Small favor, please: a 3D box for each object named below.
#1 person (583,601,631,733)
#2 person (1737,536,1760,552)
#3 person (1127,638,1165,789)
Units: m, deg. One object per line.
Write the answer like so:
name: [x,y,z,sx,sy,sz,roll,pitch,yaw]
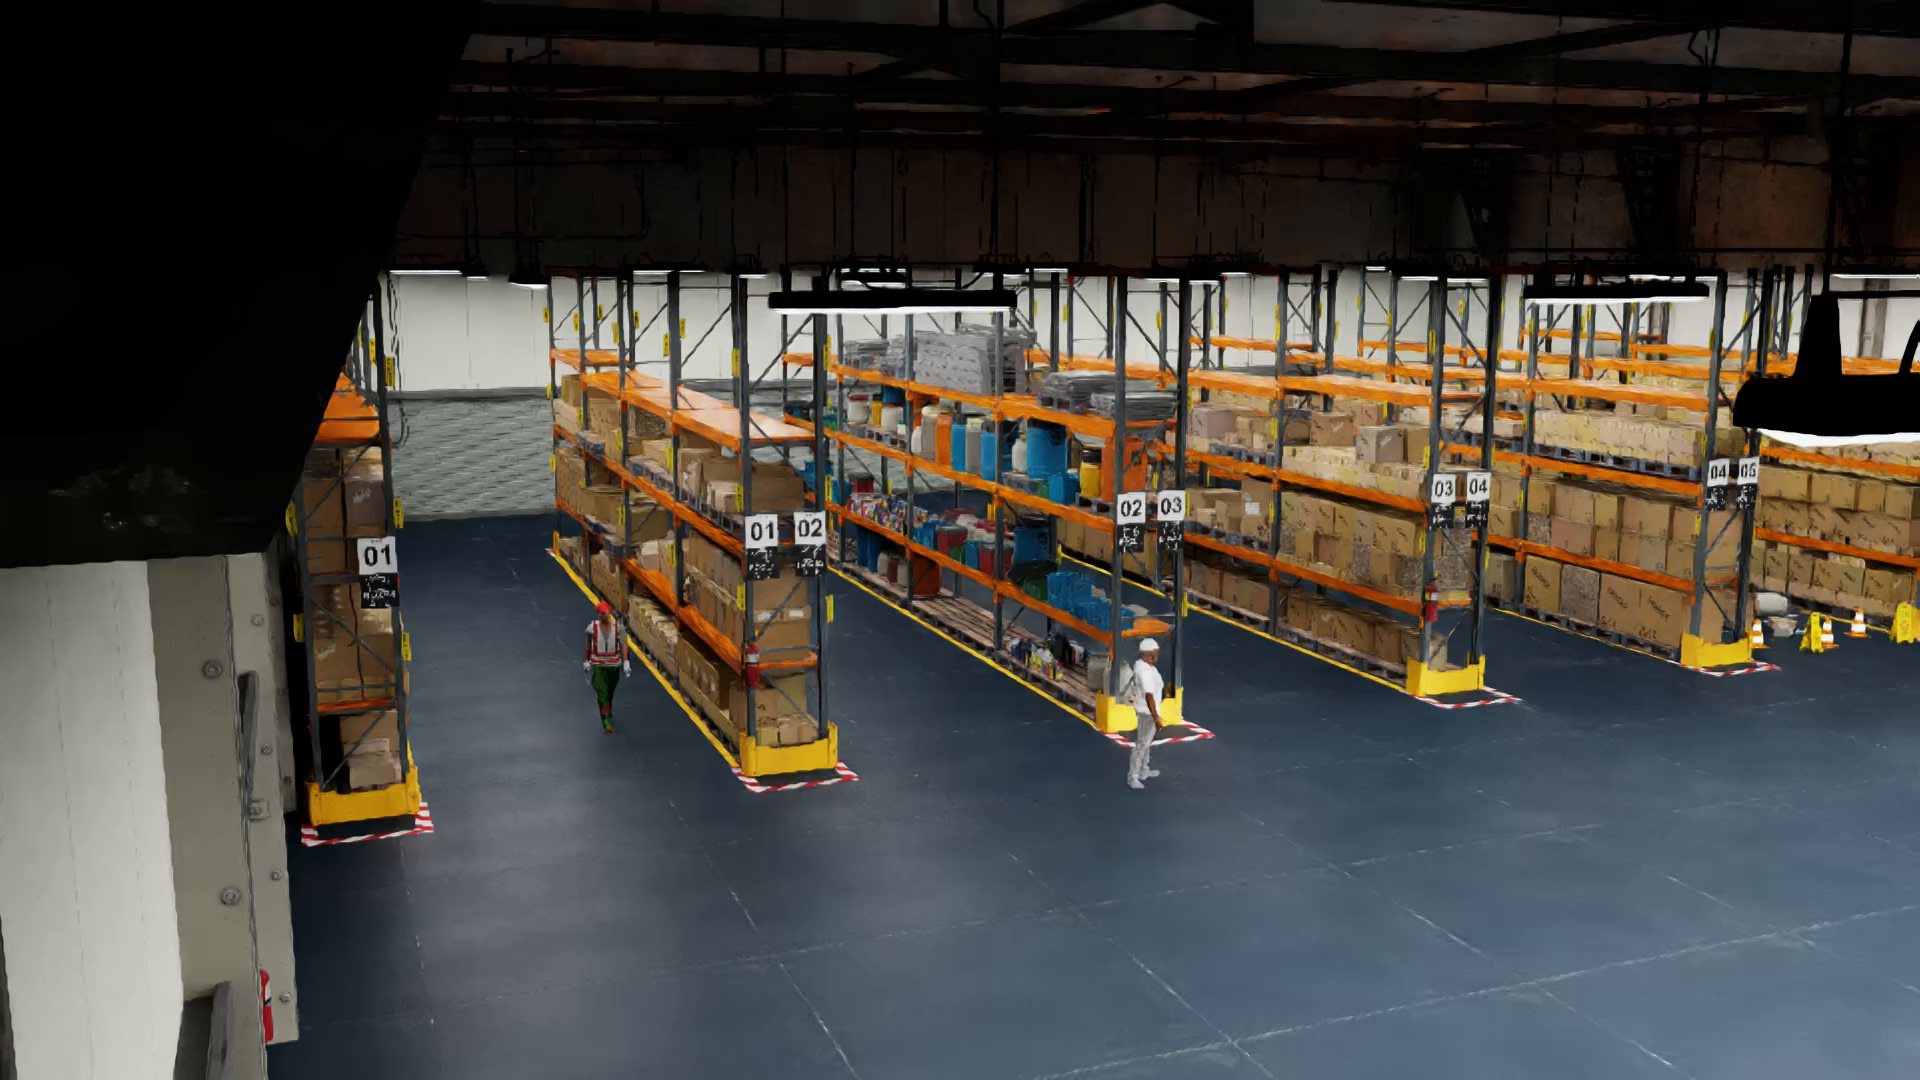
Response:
person: [-4.699,1.651,22.173,0.565,1.736,1.045,-4,11,-22]
person: [16.466,-0.568,34.673,0.577,1.783,0.661,1,10,5]
person: [2.211,2.050,19.810,0.427,1.760,0.703,0,10,2]
